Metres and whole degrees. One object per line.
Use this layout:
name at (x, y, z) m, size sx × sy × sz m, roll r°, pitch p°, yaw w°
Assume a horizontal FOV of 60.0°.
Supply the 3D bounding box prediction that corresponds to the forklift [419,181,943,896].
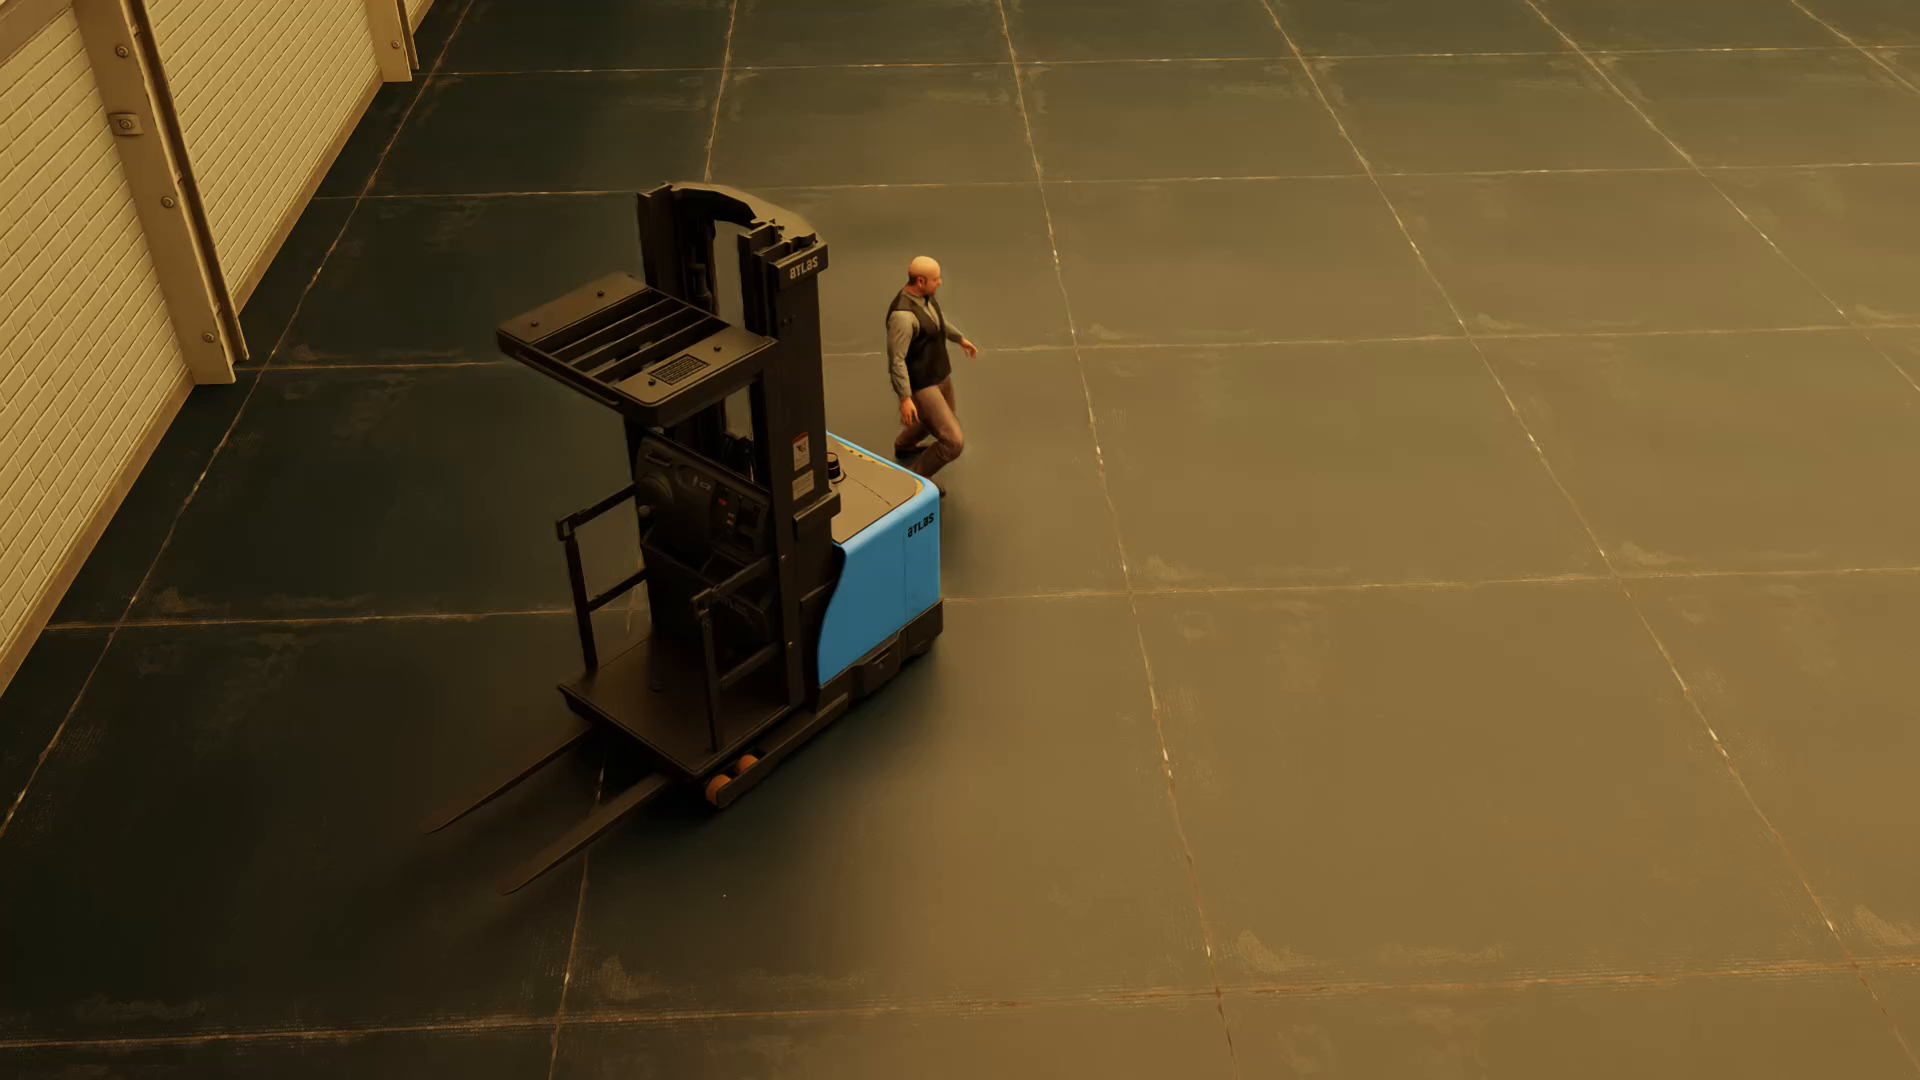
forklift at (-1.431, -0.140, 8.202) m, size 1.130 × 2.935 × 3.031 m, roll 26°, pitch 44°, yaw 31°

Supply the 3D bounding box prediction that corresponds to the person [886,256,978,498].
person at (-0.197, -1.051, 10.609) m, size 0.636 × 1.607 × 0.927 m, roll 10°, pitch 37°, yaw 14°
